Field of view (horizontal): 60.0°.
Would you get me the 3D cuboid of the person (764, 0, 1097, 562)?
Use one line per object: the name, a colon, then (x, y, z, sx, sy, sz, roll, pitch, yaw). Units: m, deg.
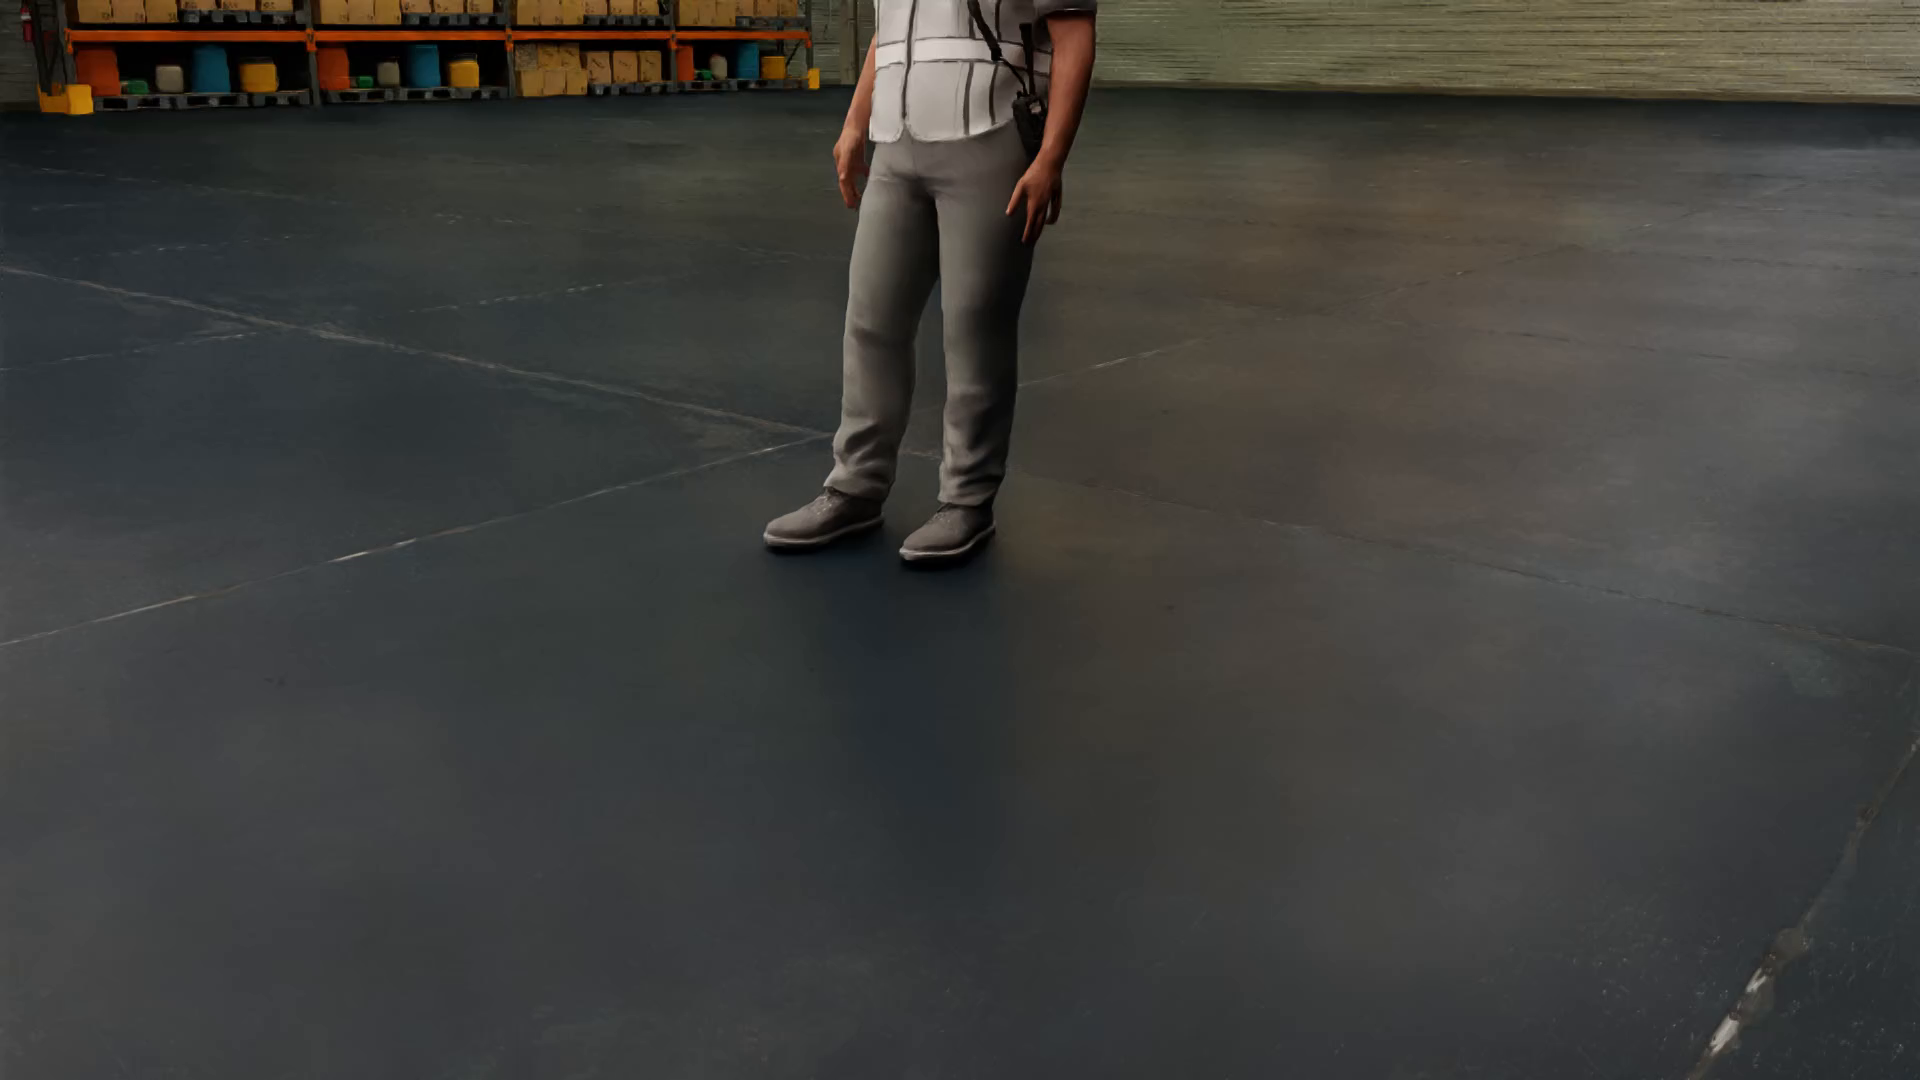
person: (-0.059, -0.845, 3.631, 0.640, 1.781, 0.574, 13, 21, 37)
